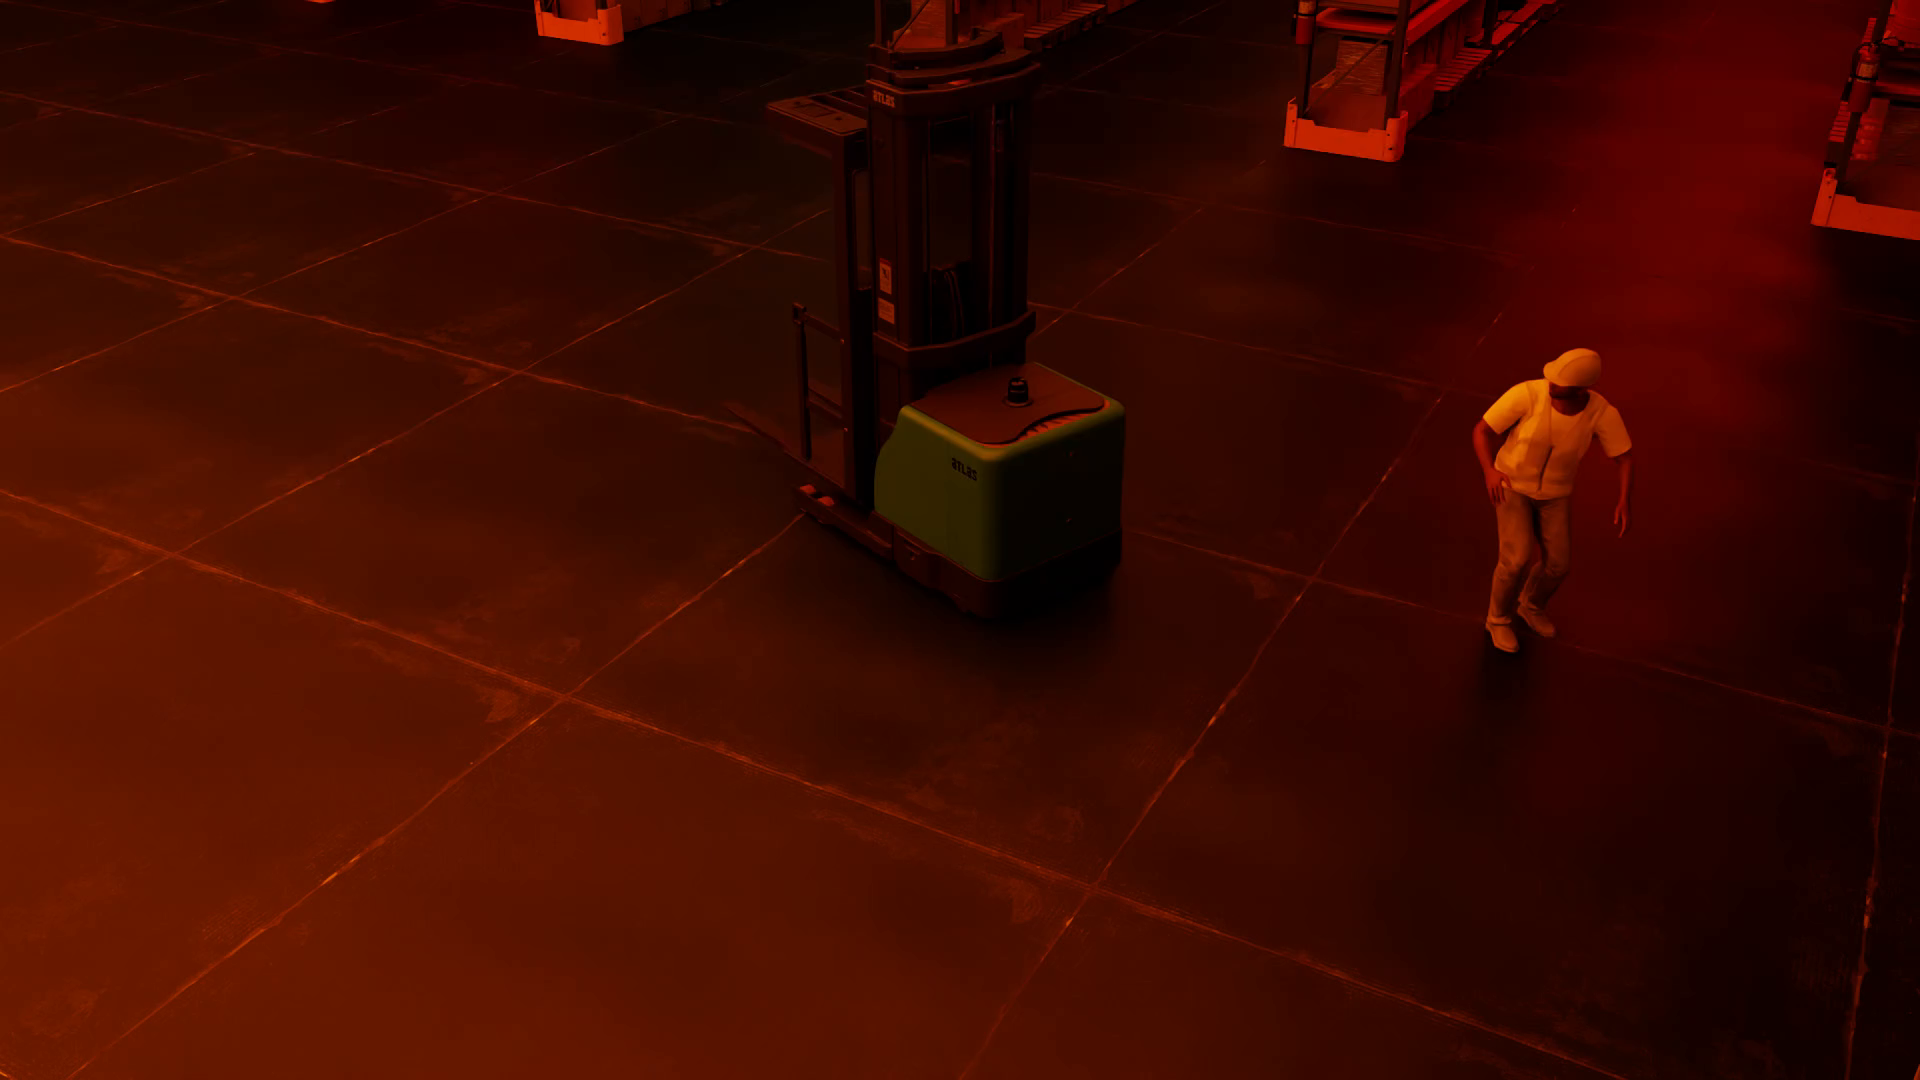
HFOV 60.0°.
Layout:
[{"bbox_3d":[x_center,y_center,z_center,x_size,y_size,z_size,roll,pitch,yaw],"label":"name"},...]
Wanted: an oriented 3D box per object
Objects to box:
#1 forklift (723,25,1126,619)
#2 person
[{"bbox_3d":[-0.382,-1.507,9.682,1.130,2.935,3.031,-22,37,-33],"label":"forklift"},{"bbox_3d":[3.078,-0.223,8.711,0.818,1.709,0.550,2,30,3],"label":"person"}]
